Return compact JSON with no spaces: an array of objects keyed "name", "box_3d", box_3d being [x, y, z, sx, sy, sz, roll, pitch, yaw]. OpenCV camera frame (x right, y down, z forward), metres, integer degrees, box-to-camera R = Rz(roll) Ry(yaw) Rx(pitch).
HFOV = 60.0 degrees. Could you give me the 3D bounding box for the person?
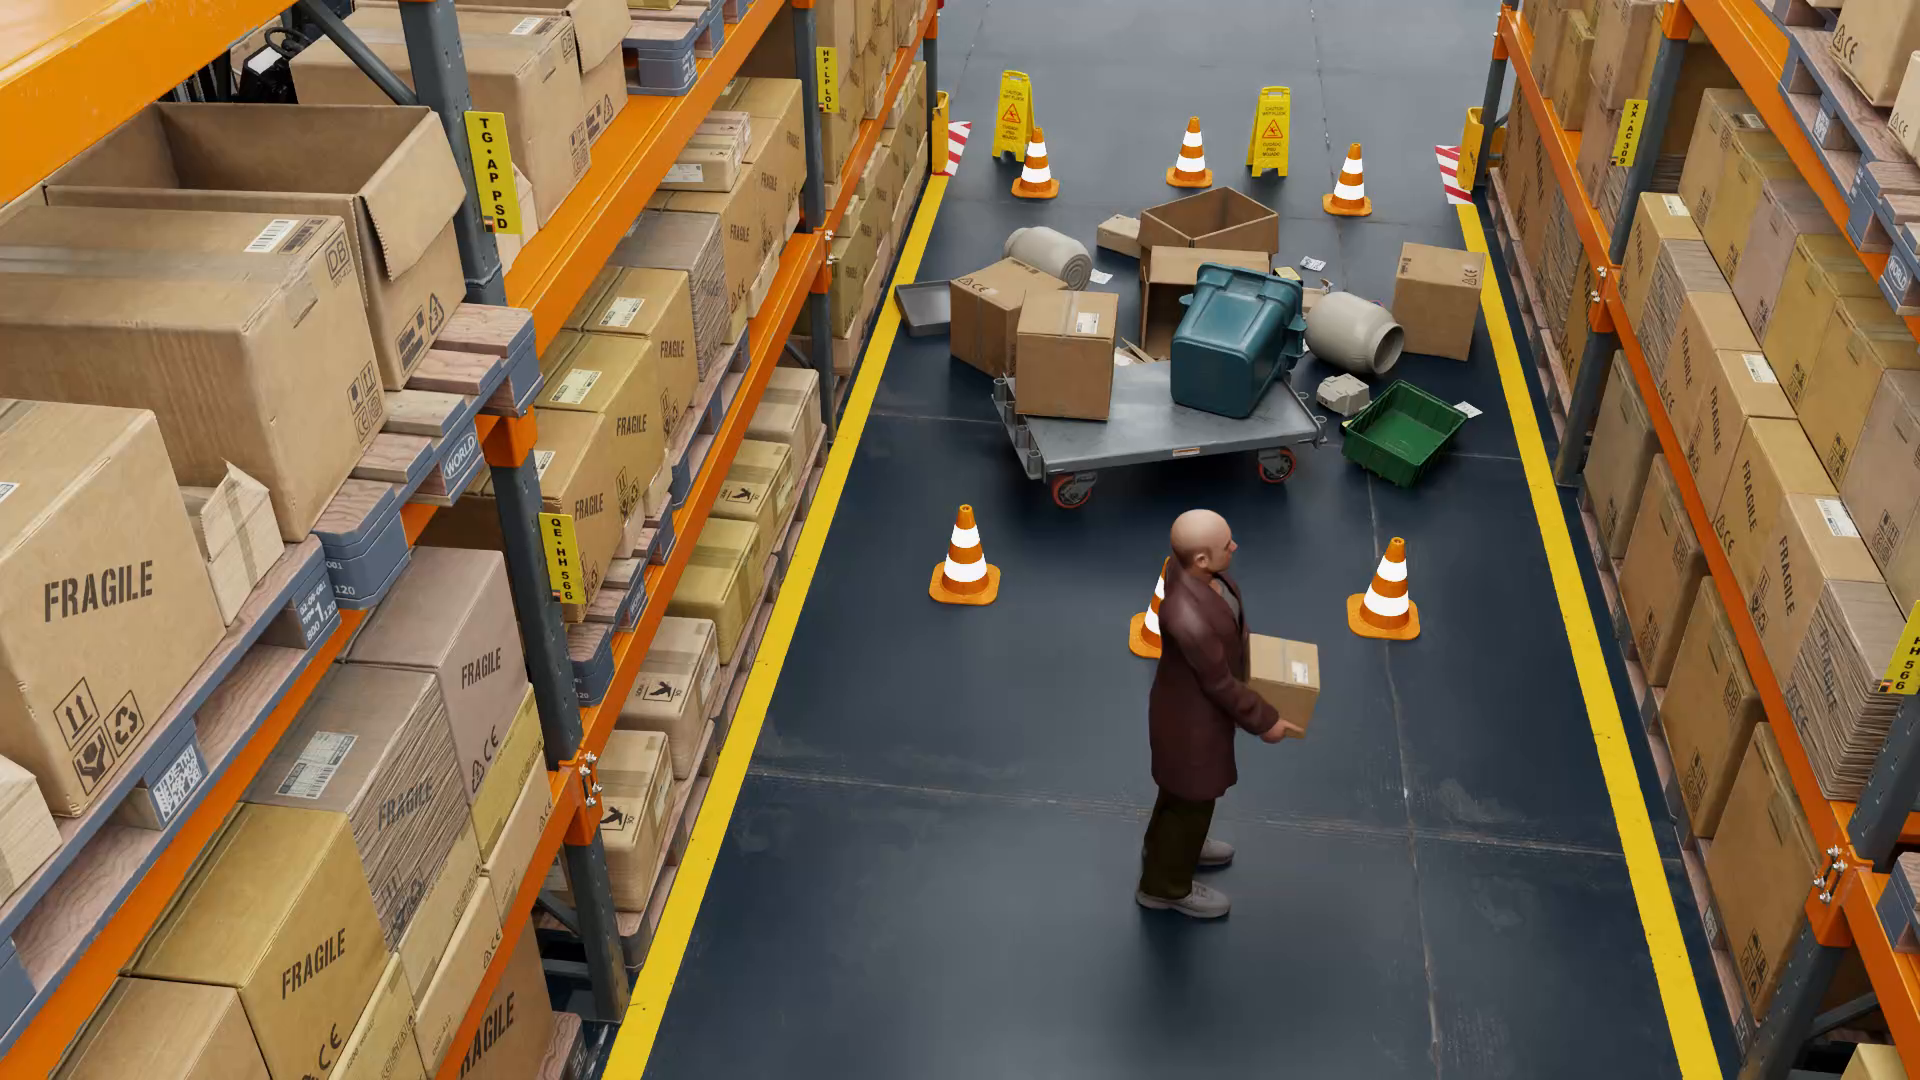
[{"name":"person","box_3d":[0.975,0.648,6.155,0.551,1.778,0.524,4,36,6]}]
